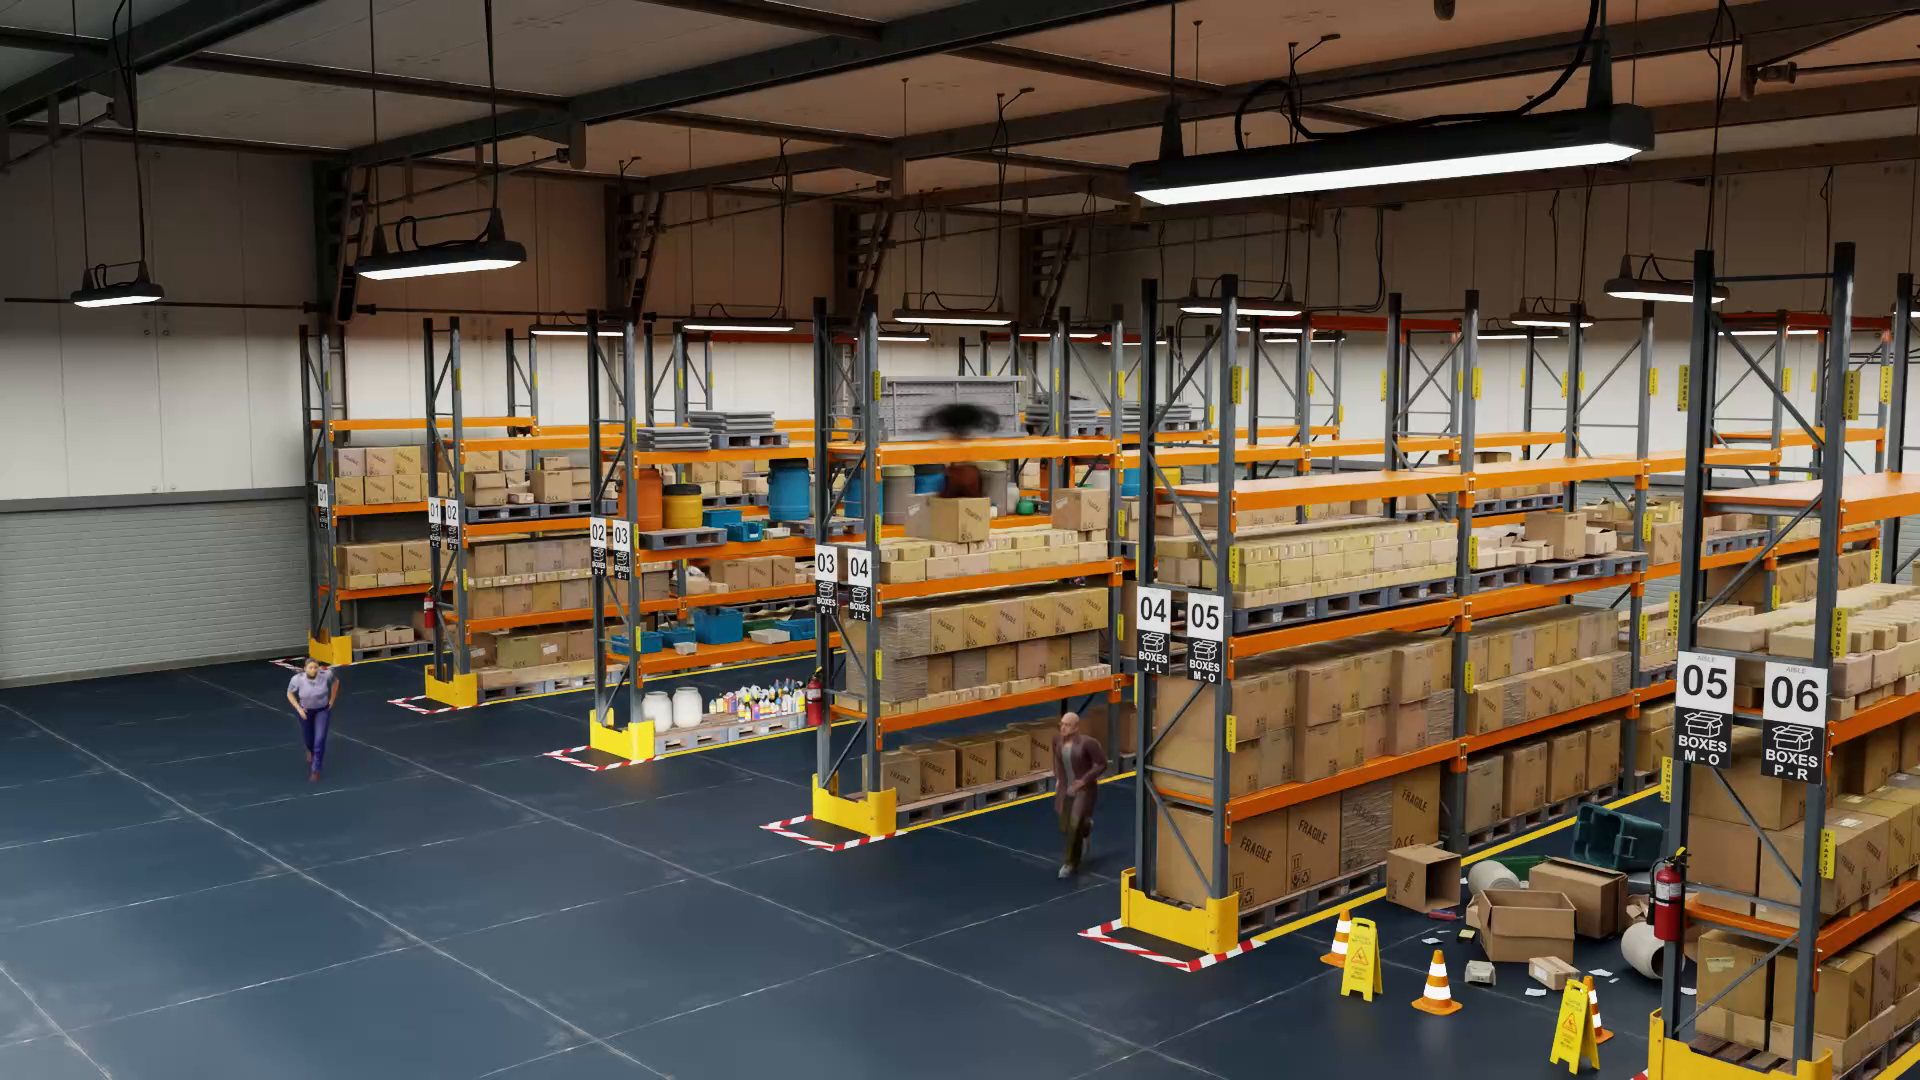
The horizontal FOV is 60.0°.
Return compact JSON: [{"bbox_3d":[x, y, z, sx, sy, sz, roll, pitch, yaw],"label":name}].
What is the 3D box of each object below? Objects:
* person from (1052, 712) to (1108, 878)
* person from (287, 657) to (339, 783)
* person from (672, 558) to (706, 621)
[{"bbox_3d":[1.241,2.592,17.156,0.686,1.718,0.759,3,7,28],"label":"person"},{"bbox_3d":[-8.297,2.252,21.346,0.626,1.616,0.955,-3,6,-25],"label":"person"},{"bbox_3d":[-5.149,1.096,31.740,0.638,1.739,0.845,3,7,28],"label":"person"}]
